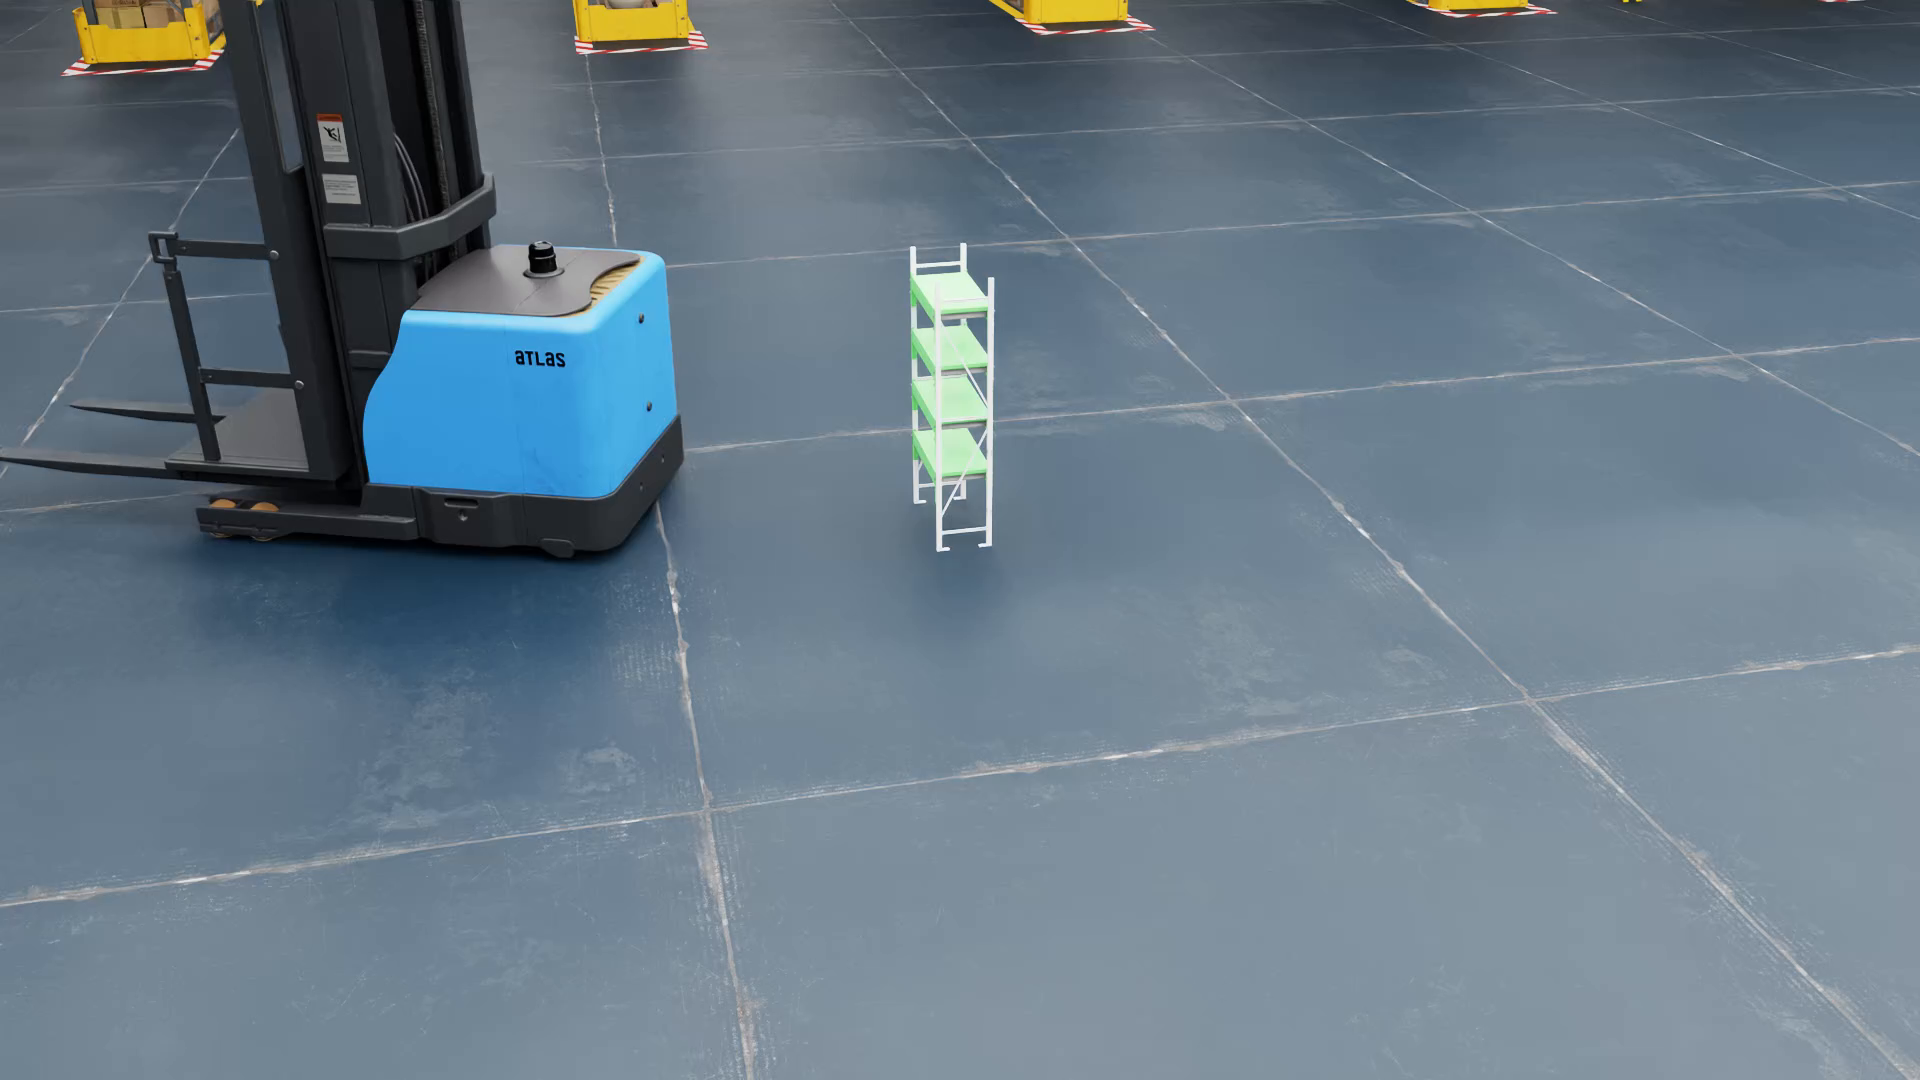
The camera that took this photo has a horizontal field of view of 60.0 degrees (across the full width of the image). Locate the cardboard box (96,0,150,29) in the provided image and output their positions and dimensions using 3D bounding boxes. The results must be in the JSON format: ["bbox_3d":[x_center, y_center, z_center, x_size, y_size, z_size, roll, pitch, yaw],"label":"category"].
[{"bbox_3d":[-8.719,-5.448,17.301,0.500,0.250,0.500,-6,27,-12],"label":"cardboard box"}]

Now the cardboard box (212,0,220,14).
[{"bbox_3d":[-8.443,-5.939,18.274,0.500,0.250,0.500,-6,27,-12],"label":"cardboard box"}]

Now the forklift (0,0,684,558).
[{"bbox_3d":[-2.863,-1.532,7.032,3.031,2.935,1.130,4,27,8],"label":"forklift"}]

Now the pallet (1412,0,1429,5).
[{"bbox_3d":[5.941,-6.845,20.577,1.003,0.211,1.213,-6,27,-12],"label":"pallet"}]

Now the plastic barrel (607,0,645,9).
[{"bbox_3d":[-3.706,-6.142,18.385,0.421,0.512,0.421,0,27,0],"label":"plastic barrel"}]

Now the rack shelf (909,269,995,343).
[{"bbox_3d":[-0.037,-0.980,6.936,0.258,0.148,0.480,-6,27,-12],"label":"rack shelf"}]

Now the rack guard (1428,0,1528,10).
[{"bbox_3d":[6.203,-6.620,19.811,1.175,0.500,0.348,-6,27,-12],"label":"rack guard"}]

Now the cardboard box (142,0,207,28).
[{"bbox_3d":[-8.214,-5.501,17.405,0.500,0.250,0.500,-6,27,-12],"label":"cardboard box"}]

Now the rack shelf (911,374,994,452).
[{"bbox_3d":[-0.037,-0.551,7.152,0.258,0.148,0.480,-6,27,-12],"label":"rack shelf"}]

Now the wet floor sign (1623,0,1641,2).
[{"bbox_3d":[8.133,-6.884,20.172,0.267,0.644,0.232,-11,29,-20],"label":"wet floor sign"}]

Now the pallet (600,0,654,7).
[{"bbox_3d":[-3.996,-6.460,19.814,1.003,0.211,1.213,-6,27,-12],"label":"pallet"}]

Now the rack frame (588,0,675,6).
[{"bbox_3d":[-3.483,-6.784,17.362,1.000,3.000,0.127,-6,27,-12],"label":"rack frame"}]

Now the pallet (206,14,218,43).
[{"bbox_3d":[-8.523,-5.369,17.654,1.003,0.211,1.213,-6,27,-12],"label":"pallet"}]

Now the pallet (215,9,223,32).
[{"bbox_3d":[-8.795,-5.904,18.713,1.003,0.211,1.213,-6,27,-12],"label":"pallet"}]

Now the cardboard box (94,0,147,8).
[{"bbox_3d":[-8.721,-5.783,17.131,0.500,0.500,0.500,-6,27,-12],"label":"cardboard box"}]

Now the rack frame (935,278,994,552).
[{"bbox_3d":[0.018,-0.501,6.911,0.240,1.200,0.015,-6,27,-12],"label":"rack frame"}]

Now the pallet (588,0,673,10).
[{"bbox_3d":[-3.724,-5.925,18.755,1.003,0.211,1.213,-6,27,-12],"label":"pallet"}]

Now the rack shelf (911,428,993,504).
[{"bbox_3d":[-0.037,-0.337,7.261,0.258,0.148,0.480,-6,27,-12],"label":"rack shelf"}]

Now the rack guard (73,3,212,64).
[{"bbox_3d":[-8.305,-5.156,16.911,1.175,0.500,0.348,-6,27,-12],"label":"rack guard"}]

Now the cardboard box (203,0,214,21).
[{"bbox_3d":[-8.330,-5.720,17.839,0.500,0.250,0.500,-6,27,-12],"label":"cardboard box"}]

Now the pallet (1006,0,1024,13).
[{"bbox_3d":[1.177,-6.436,19.767,1.003,0.211,1.213,-6,27,-12],"label":"pallet"}]

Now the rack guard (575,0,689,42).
[{"bbox_3d":[-3.546,-5.697,17.982,1.175,0.500,0.348,-6,27,-12],"label":"rack guard"}]

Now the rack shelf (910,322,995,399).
[{"bbox_3d":[-0.037,-0.766,7.044,0.258,0.148,0.480,-6,27,-12],"label":"rack shelf"}]

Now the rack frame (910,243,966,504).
[{"bbox_3d":[-0.092,-0.715,7.336,0.240,1.200,0.015,-6,27,-12],"label":"rack frame"}]

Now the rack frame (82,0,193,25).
[{"bbox_3d":[-8.310,-6.283,16.369,1.000,3.000,0.127,-6,27,-12],"label":"rack frame"}]

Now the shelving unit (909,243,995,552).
[{"bbox_3d":[-0.037,-0.608,7.124,0.258,1.200,0.503,-6,27,-12],"label":"shelving unit"}]

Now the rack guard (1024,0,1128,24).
[{"bbox_3d":[1.325,-6.205,18.988,1.175,0.500,0.348,-6,27,-12],"label":"rack guard"}]
